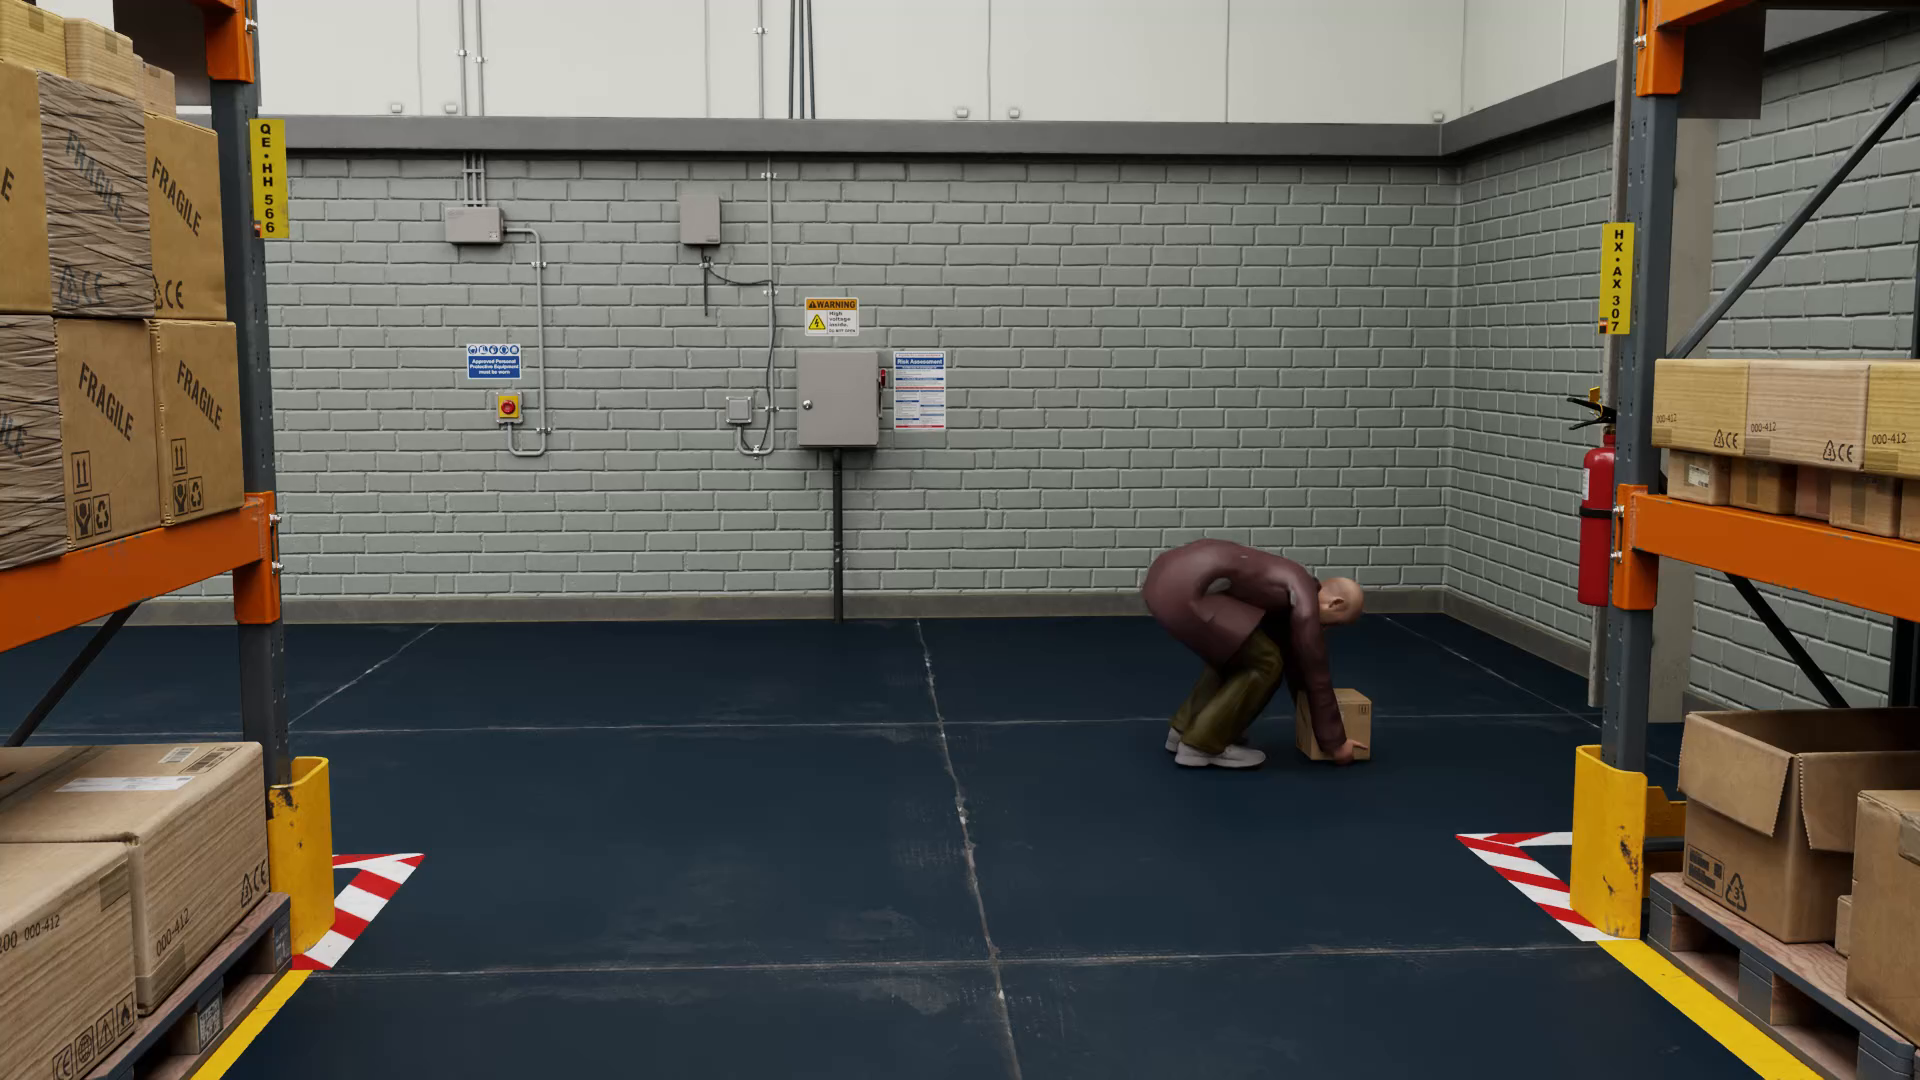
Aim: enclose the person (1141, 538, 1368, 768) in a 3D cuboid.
[{"bbox_3d":[1.233,0.460,6.990,0.947,0.943,0.595,-1,7,-6],"label":"person"}]
